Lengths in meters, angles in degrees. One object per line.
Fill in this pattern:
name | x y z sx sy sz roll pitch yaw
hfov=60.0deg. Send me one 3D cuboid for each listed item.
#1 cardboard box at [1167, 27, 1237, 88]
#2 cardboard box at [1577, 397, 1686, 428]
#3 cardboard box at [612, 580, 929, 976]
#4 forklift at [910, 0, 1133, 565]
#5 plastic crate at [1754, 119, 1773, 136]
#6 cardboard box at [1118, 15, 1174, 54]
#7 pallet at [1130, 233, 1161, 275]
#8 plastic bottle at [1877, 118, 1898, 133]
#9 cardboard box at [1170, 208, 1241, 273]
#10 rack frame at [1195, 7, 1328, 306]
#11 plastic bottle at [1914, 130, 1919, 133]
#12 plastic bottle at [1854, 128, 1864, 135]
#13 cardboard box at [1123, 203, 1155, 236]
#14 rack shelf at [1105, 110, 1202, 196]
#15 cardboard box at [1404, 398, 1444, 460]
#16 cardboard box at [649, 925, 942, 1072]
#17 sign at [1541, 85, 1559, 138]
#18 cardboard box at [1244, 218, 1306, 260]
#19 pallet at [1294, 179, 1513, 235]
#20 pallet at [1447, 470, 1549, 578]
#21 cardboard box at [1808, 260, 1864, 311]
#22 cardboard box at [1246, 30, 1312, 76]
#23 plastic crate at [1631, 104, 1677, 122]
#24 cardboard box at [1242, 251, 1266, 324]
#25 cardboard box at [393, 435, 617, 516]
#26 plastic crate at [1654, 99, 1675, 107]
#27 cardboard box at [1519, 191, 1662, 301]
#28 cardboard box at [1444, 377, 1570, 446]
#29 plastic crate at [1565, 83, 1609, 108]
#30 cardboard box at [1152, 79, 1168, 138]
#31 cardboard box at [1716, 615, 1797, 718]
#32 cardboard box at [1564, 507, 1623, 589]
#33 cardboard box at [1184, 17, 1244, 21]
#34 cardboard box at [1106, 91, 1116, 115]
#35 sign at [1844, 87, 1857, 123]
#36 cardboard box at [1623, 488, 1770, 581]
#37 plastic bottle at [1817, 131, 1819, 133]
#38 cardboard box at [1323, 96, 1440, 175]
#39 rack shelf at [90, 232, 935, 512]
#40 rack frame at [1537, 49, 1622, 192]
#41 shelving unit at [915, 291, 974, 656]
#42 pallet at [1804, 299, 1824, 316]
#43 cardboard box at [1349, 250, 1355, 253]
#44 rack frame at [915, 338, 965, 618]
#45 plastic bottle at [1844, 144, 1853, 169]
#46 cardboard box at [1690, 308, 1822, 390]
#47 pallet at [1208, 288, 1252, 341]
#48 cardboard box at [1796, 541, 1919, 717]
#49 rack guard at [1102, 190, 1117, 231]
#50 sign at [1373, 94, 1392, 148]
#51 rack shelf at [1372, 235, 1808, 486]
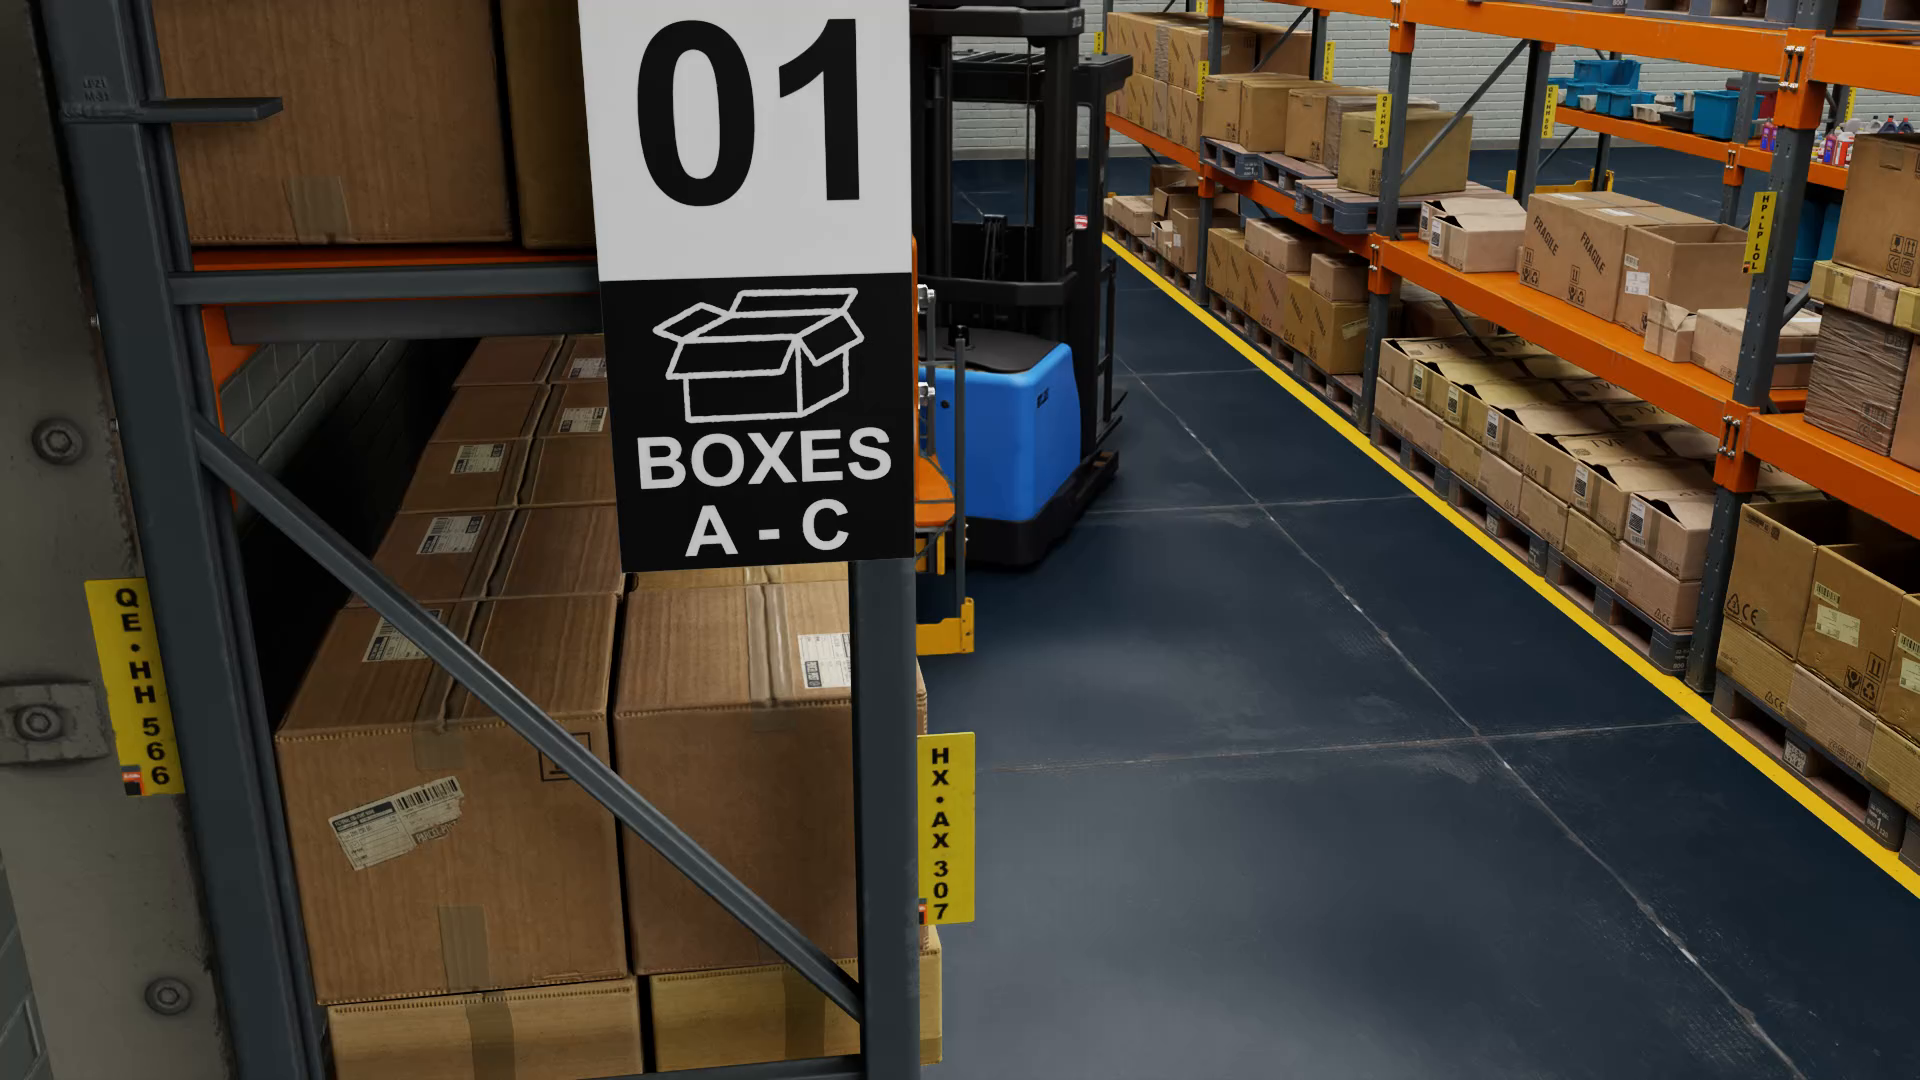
cardboard box | 2.202 -4.387 15.104 0.500 0.500 0.500 -3 21 -9
cardboard box | 3.724 -0.622 9.123 0.500 0.311 0.500 -2 21 -6
cardboard box | -0.336 0.402 2.966 0.500 0.500 0.500 -3 21 -8
forklift | 0.342 -1.724 9.643 1.130 2.935 3.031 7 21 17
plastic crate | 7.584 -3.854 15.540 0.396 0.136 0.243 -3 21 -8
cardboard box | 1.917 -5.086 16.973 0.500 0.500 0.500 -3 21 -7
pallet | 2.330 -2.888 16.646 1.003 0.211 1.213 -3 21 -8
plastic bottle | 7.850 -3.385 14.063 0.144 0.351 0.185 -3 21 -8
cardboard box | 2.244 -2.751 15.238 0.500 0.500 0.500 -3 21 -8
rack frame | 2.607 -3.533 14.388 1.000 3.000 0.127 -3 21 -8
plastic bottle | 8.011 -3.302 13.947 0.152 0.276 0.135 -3 21 -8
plastic bottle | 7.930 -3.529 14.663 0.097 0.201 0.097 0 20 0
cardboard box | 1.972 -3.287 17.031 0.500 0.250 0.500 -3 21 -8
rack shelf | 2.319 -3.888 16.368 1.077 0.370 4.000 -3 21 -8
cardboard box | 3.042 -0.686 10.097 0.500 0.250 0.500 -3 21 -9
cardboard box | -0.321 0.749 3.110 0.500 0.250 0.500 -4 21 -9
sign | 3.733 -2.720 10.556 0.100 0.325 0.005 -3 21 -8
cardboard box | 2.580 -2.393 13.209 0.500 0.250 0.500 -3 21 -8
pallet | 3.017 -2.289 11.333 1.213 0.211 1.003 -3 21 -8
pallet | 3.436 -0.133 9.271 1.003 0.211 1.213 -3 21 -8
cardboard box | 3.607 -1.011 6.566 0.380 0.149 0.250 -3 21 -8
cardboard box | 2.818 -4.225 14.671 0.500 0.500 0.500 -2 21 -6
plastic crate | 6.961 -4.274 16.663 0.293 0.136 0.466 -3 21 -8
cardboard box | 2.588 -2.031 13.310 0.500 0.500 0.500 -3 21 -7
cardboard box | -0.984 0.077 3.838 0.500 0.500 0.500 -3 21 -9
plastic crate | 7.382 -4.500 17.268 0.298 0.136 0.250 -3 21 -8
cardboard box | 3.442 -1.615 9.109 0.500 0.500 0.500 -4 21 -11
cardboard box | 3.124 -0.765 9.506 0.500 0.311 0.500 -3 21 -9
plastic crate | 6.737 -4.786 17.897 0.416 0.233 0.300 -3 21 -8
cardboard box | 2.129 -4.096 15.753 0.500 0.500 0.500 -2 21 -7
cardboard box | 3.527 0.504 6.909 0.500 0.250 0.500 -3 21 -8
cardboard box | 3.343 0.024 8.194 0.500 0.250 0.500 -3 21 -9
cardboard box | 2.520 -4.939 16.580 0.500 0.500 0.500 -2 21 -6
cardboard box | 1.834 -4.798 17.632 0.500 0.500 0.500 -2 21 -7
sign | 8.054 -3.938 15.078 0.100 0.325 0.005 -3 21 -8
cardboard box | 3.418 -0.060 7.618 0.500 0.311 0.500 -3 21 -8
plastic bottle | 7.252 -3.417 14.256 0.152 0.276 0.135 -3 21 -8
cardboard box | 3.039 -2.930 12.031 0.700 0.500 0.500 1 20 2
rack shelf | -0.853 -0.888 4.047 1.077 0.370 4.000 -3 21 -8
rack frame | 6.933 -5.166 18.762 1.000 3.000 0.127 -3 21 -8
shelving unit | -0.301 -0.344 7.994 0.587 1.500 1.083 -3 21 -8
pallet | 7.759 -1.783 13.687 1.003 0.211 1.213 -3 21 -8
cardboard box | 3.097 -2.066 13.405 0.500 0.500 0.500 -3 21 -7
rack frame | -0.226 -0.165 7.514 0.500 1.500 0.032 -3 21 -8
plastic bottle | 7.322 -3.147 13.638 0.097 0.201 0.097 0 20 0
cardboard box | 3.646 -0.861 7.449 0.500 0.250 0.500 -2 21 -4
pallet | 2.762 -1.947 14.127 1.003 0.211 1.213 -3 21 -8
cardboard box | 3.597 0.326 6.314 0.500 0.500 0.500 -3 21 -8
rack guard | 2.042 -3.721 18.463 1.175 0.500 0.348 -3 21 -8
sign | 2.648 -2.623 10.409 0.100 0.325 0.005 -3 21 -8
rack shelf | 3.472 -1.119 8.952 1.077 0.370 4.000 -3 21 -8
